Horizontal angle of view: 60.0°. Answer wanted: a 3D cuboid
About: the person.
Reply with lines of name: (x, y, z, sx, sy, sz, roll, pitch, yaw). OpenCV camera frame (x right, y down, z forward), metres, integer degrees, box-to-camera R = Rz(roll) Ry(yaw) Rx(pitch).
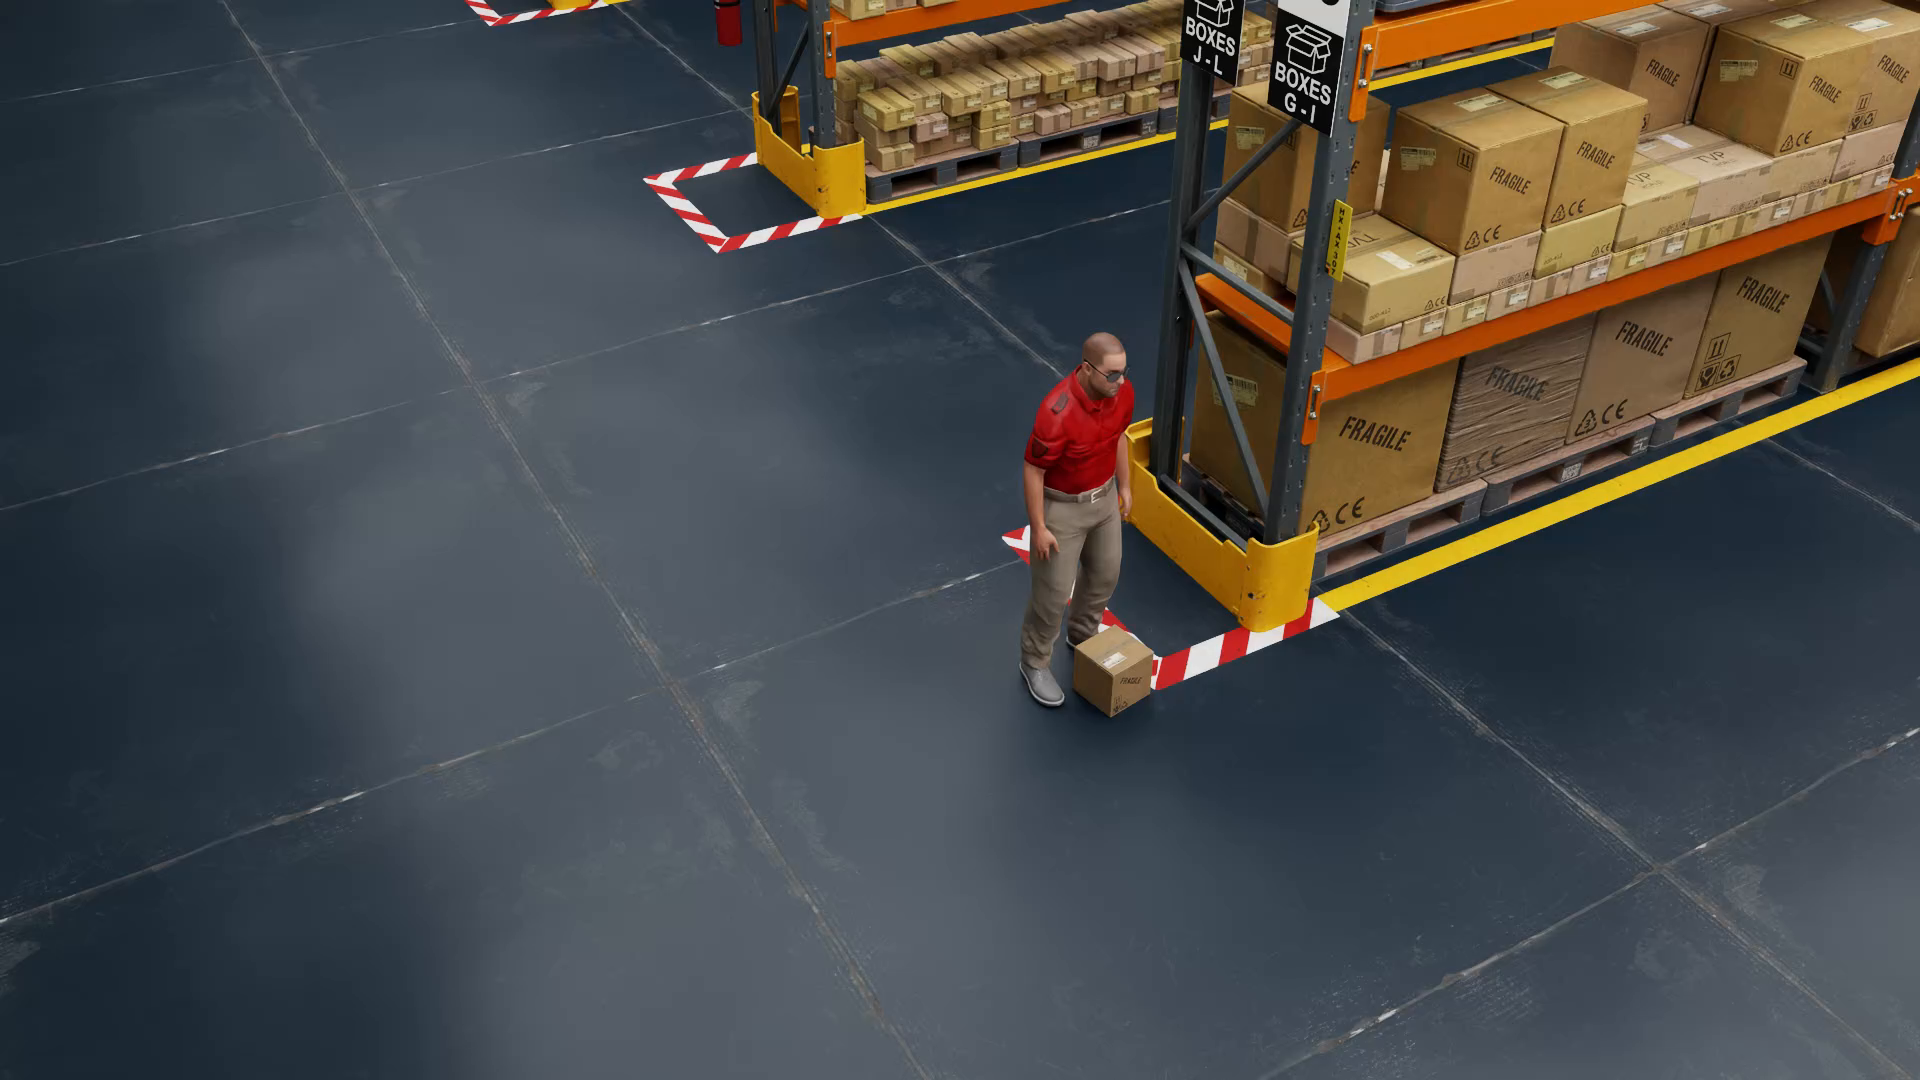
person: (0.510, -0.130, 7.115, 0.606, 1.726, 0.396, -27, 44, -32)
